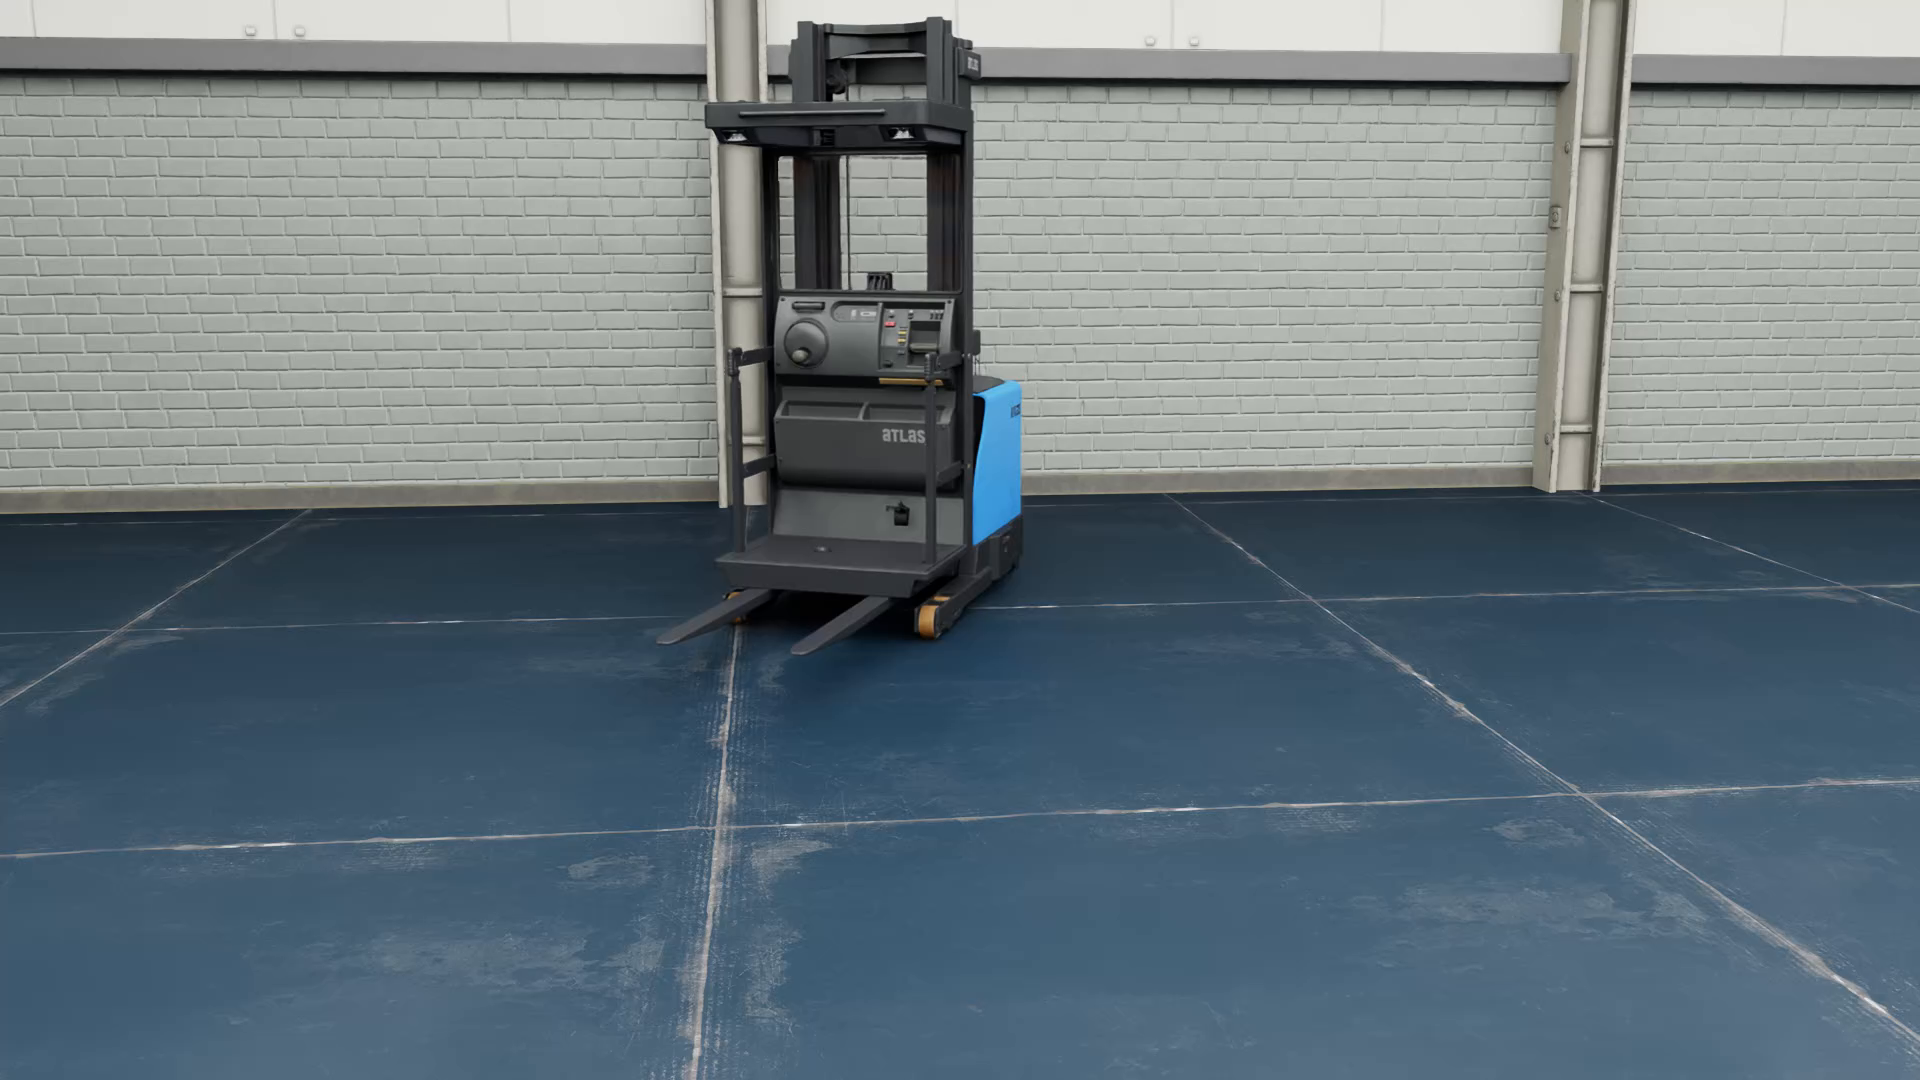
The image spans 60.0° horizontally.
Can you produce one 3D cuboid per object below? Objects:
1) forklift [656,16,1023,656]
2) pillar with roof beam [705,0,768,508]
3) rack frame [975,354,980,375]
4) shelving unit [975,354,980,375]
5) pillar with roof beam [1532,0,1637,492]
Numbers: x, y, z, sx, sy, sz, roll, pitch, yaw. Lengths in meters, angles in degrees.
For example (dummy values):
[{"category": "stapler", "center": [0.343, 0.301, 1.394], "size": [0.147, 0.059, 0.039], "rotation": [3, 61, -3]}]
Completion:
[{"category": "forklift", "center": [-0.539, -1.049, 8.105], "size": [1.130, 2.935, 3.031], "rotation": [3, 12, 16]}, {"category": "pillar with roof beam", "center": [-1.021, -3.847, 6.606], "size": [0.400, 9.000, 9.100], "rotation": [-1, 11, -6]}, {"category": "rack frame", "center": [0.105, -0.591, 10.264], "size": [0.006, 1.200, 0.240], "rotation": [-1, 11, -6]}, {"category": "shelving unit", "center": [0.014, -0.589, 10.254], "size": [0.189, 1.200, 0.258], "rotation": [-1, 11, -6]}, {"category": "pillar with roof beam", "center": [4.944, -3.972, 7.242], "size": [0.400, 9.000, 9.100], "rotation": [-1, 11, -6]}]
